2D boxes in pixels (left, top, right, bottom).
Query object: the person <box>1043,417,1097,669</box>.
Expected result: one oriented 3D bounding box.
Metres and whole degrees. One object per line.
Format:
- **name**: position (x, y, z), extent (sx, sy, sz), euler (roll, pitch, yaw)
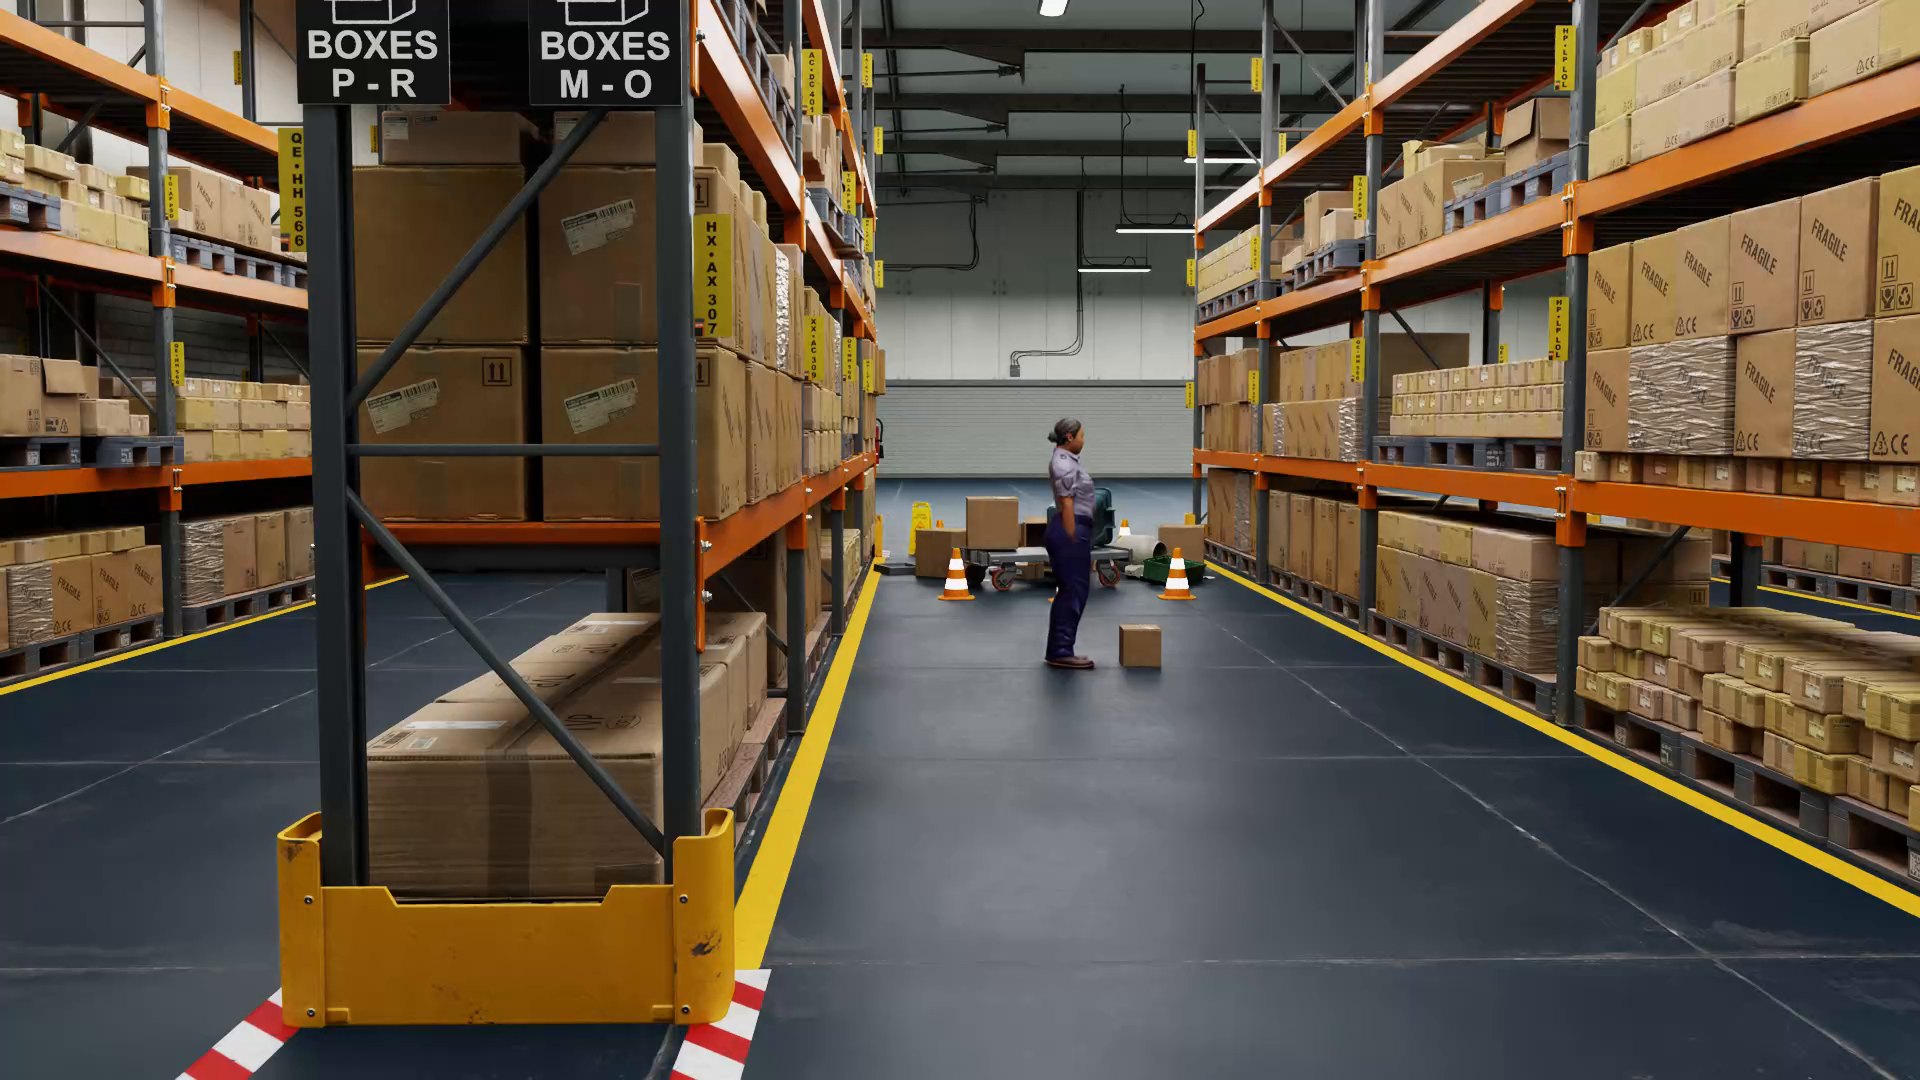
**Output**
- **person**: position (0.726, 0.020, 11.001), extent (0.342, 1.635, 0.470), euler (0, 4, 0)
